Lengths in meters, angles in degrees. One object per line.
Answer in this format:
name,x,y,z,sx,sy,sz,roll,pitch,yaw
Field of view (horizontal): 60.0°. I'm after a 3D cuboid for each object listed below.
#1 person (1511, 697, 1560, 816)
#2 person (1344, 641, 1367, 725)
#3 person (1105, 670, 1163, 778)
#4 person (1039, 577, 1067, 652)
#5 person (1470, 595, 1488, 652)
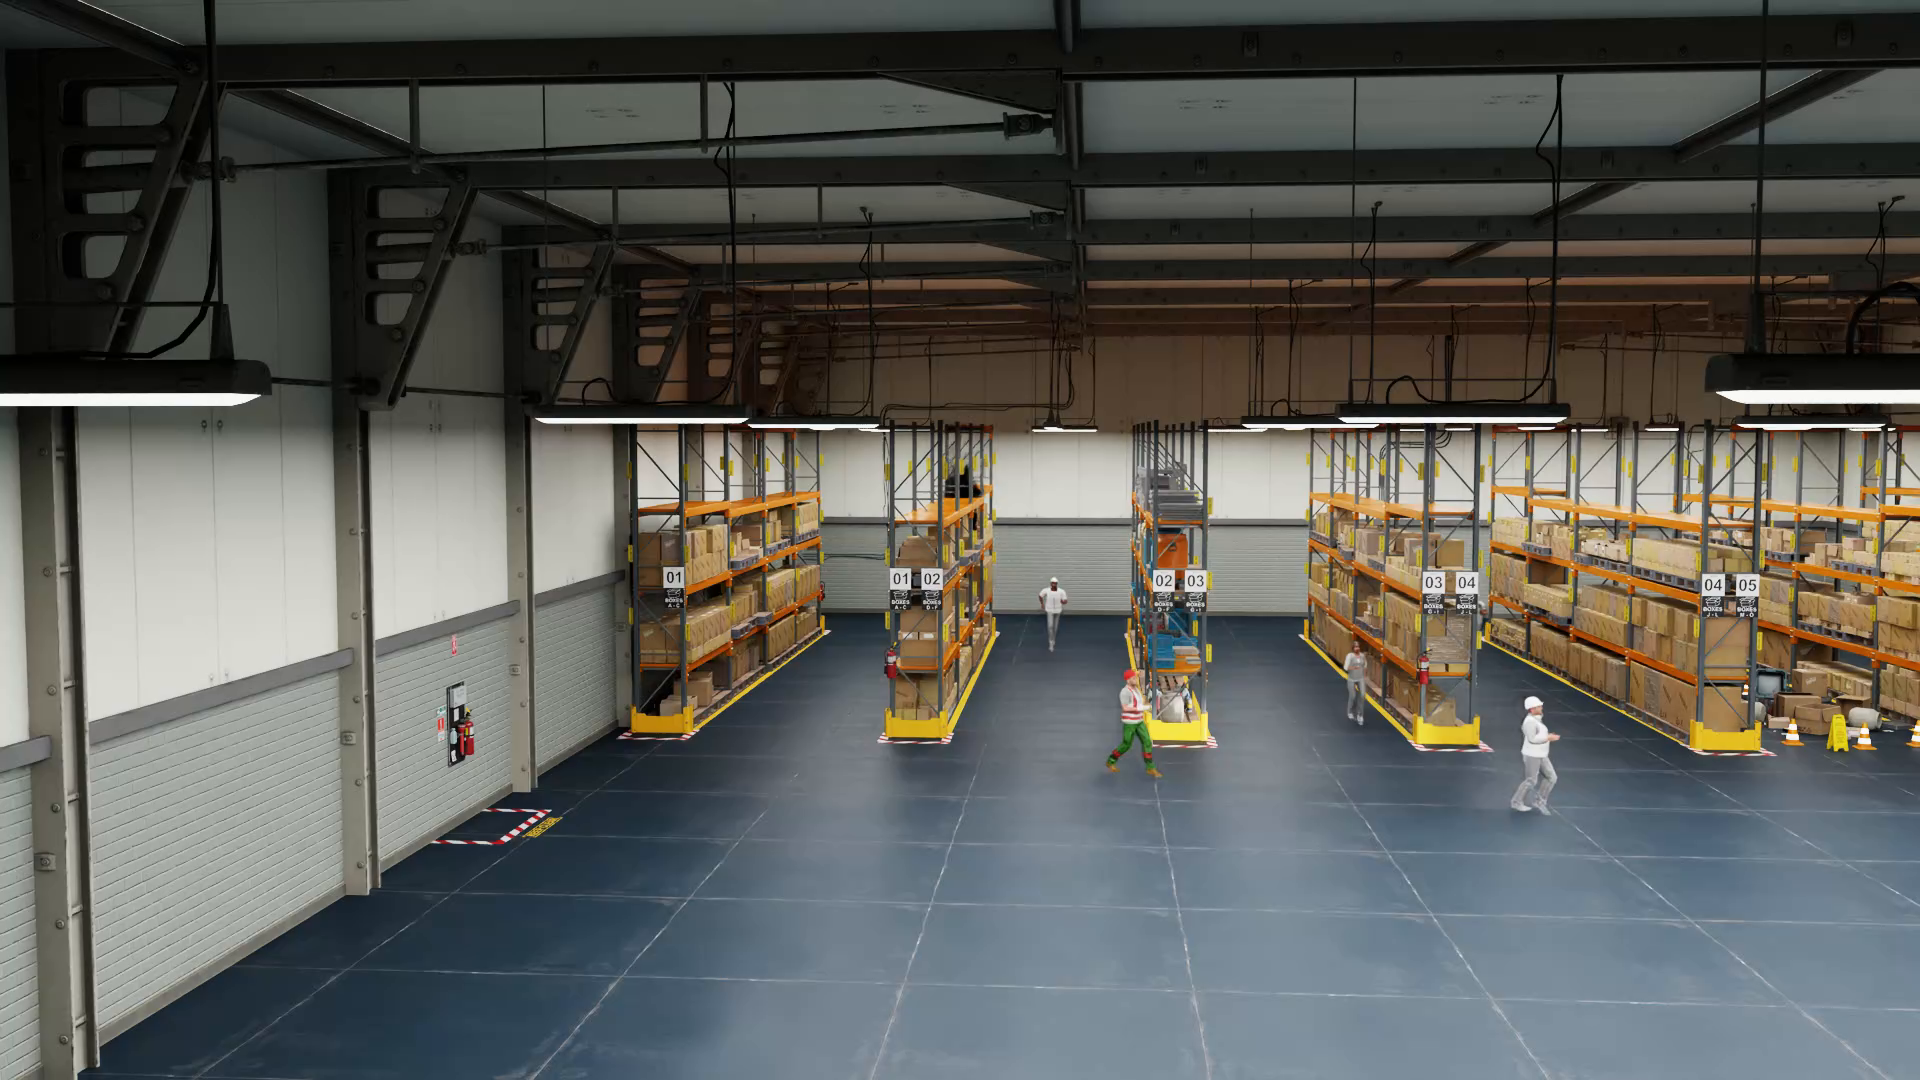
person,8.663,3.260,24.986,0.711,1.814,0.637,2,4,34
person,7.871,2.826,33.035,0.516,1.635,0.678,0,4,-1
person,2.920,3.053,27.806,0.992,1.775,0.668,3,4,35
person,2.387,1.873,42.325,0.679,1.852,0.770,-1,4,-8
person,13.333,2.188,43.023,0.576,1.735,0.762,0,4,6
